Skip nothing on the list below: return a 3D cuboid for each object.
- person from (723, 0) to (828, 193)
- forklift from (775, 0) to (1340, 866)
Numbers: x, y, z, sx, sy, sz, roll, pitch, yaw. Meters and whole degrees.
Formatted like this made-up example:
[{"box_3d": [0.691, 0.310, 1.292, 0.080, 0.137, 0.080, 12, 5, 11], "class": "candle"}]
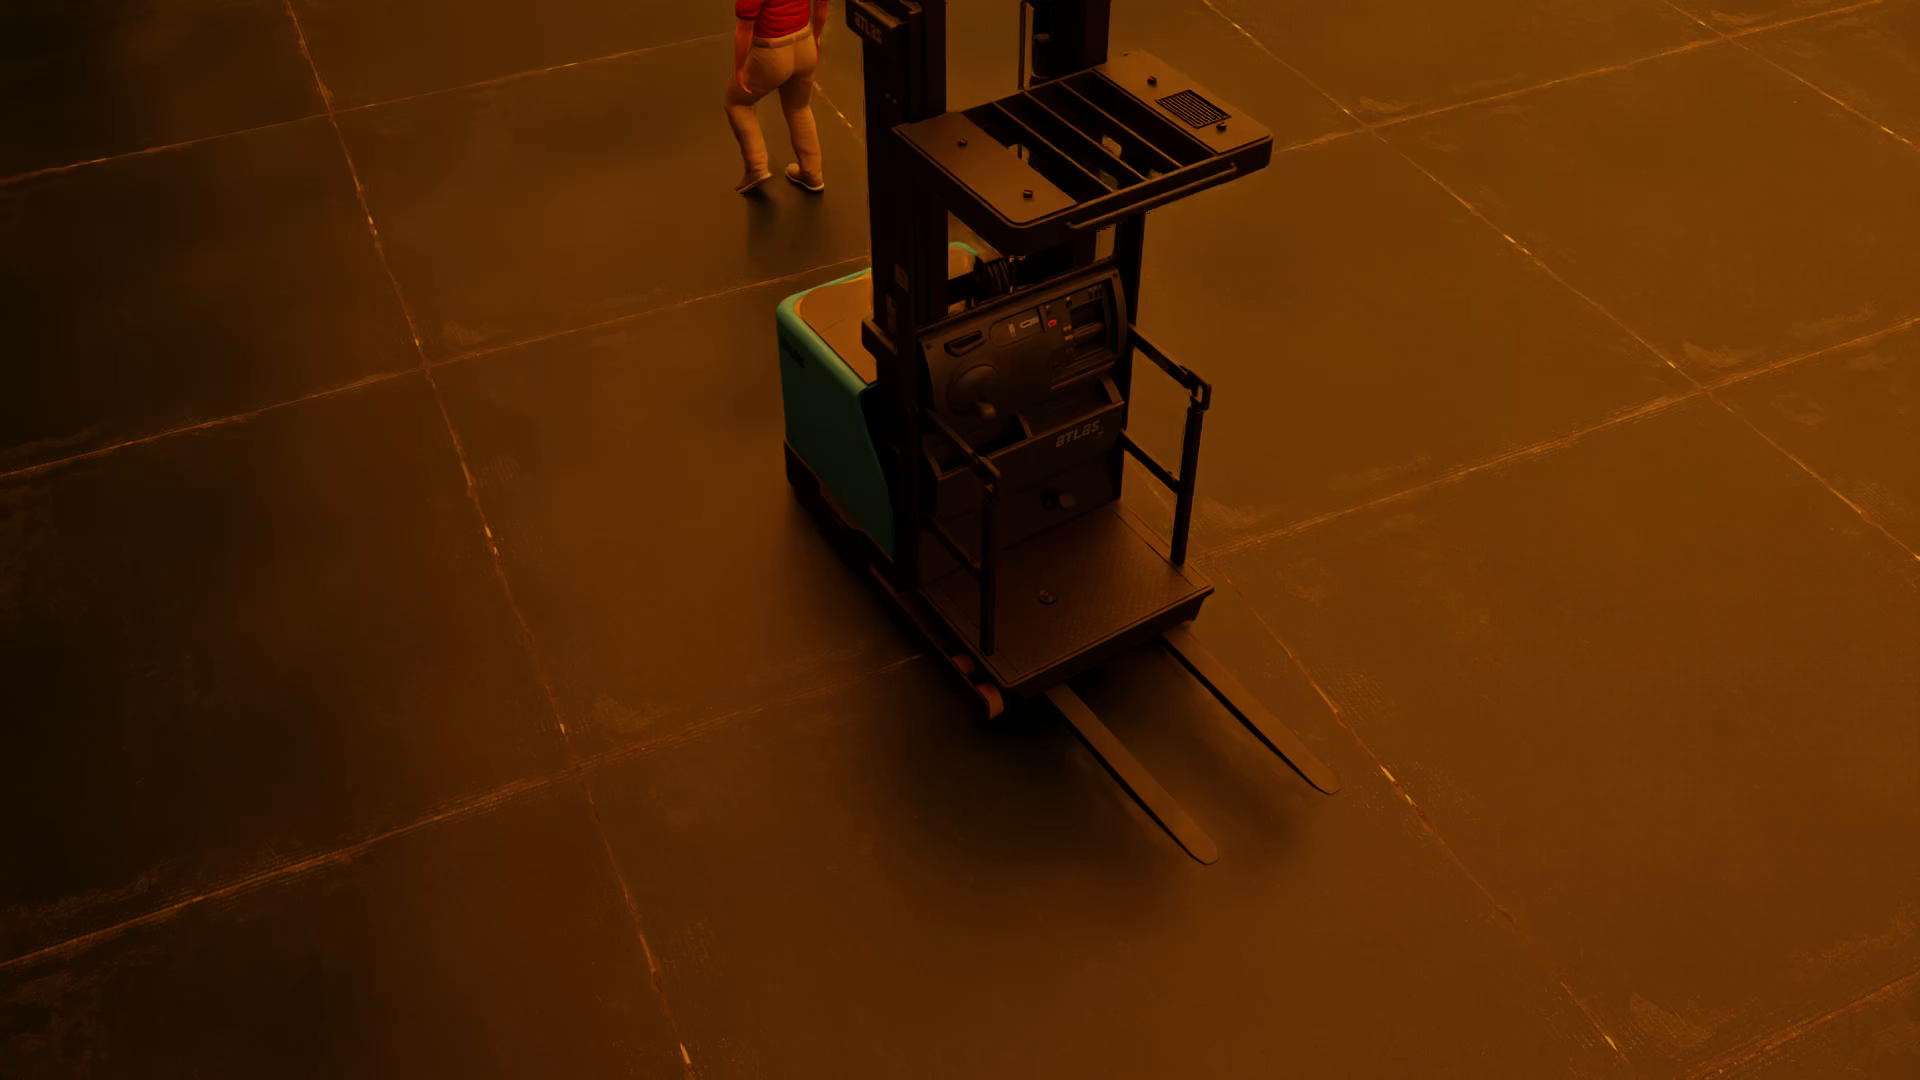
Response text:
[{"box_3d": [-1.070, -2.798, 9.619, 0.641, 1.767, 0.494, -31, 51, -29], "class": "person"}, {"box_3d": [0.381, -0.685, 6.415, 1.130, 2.935, 3.031, -24, 48, -23], "class": "forklift"}]
